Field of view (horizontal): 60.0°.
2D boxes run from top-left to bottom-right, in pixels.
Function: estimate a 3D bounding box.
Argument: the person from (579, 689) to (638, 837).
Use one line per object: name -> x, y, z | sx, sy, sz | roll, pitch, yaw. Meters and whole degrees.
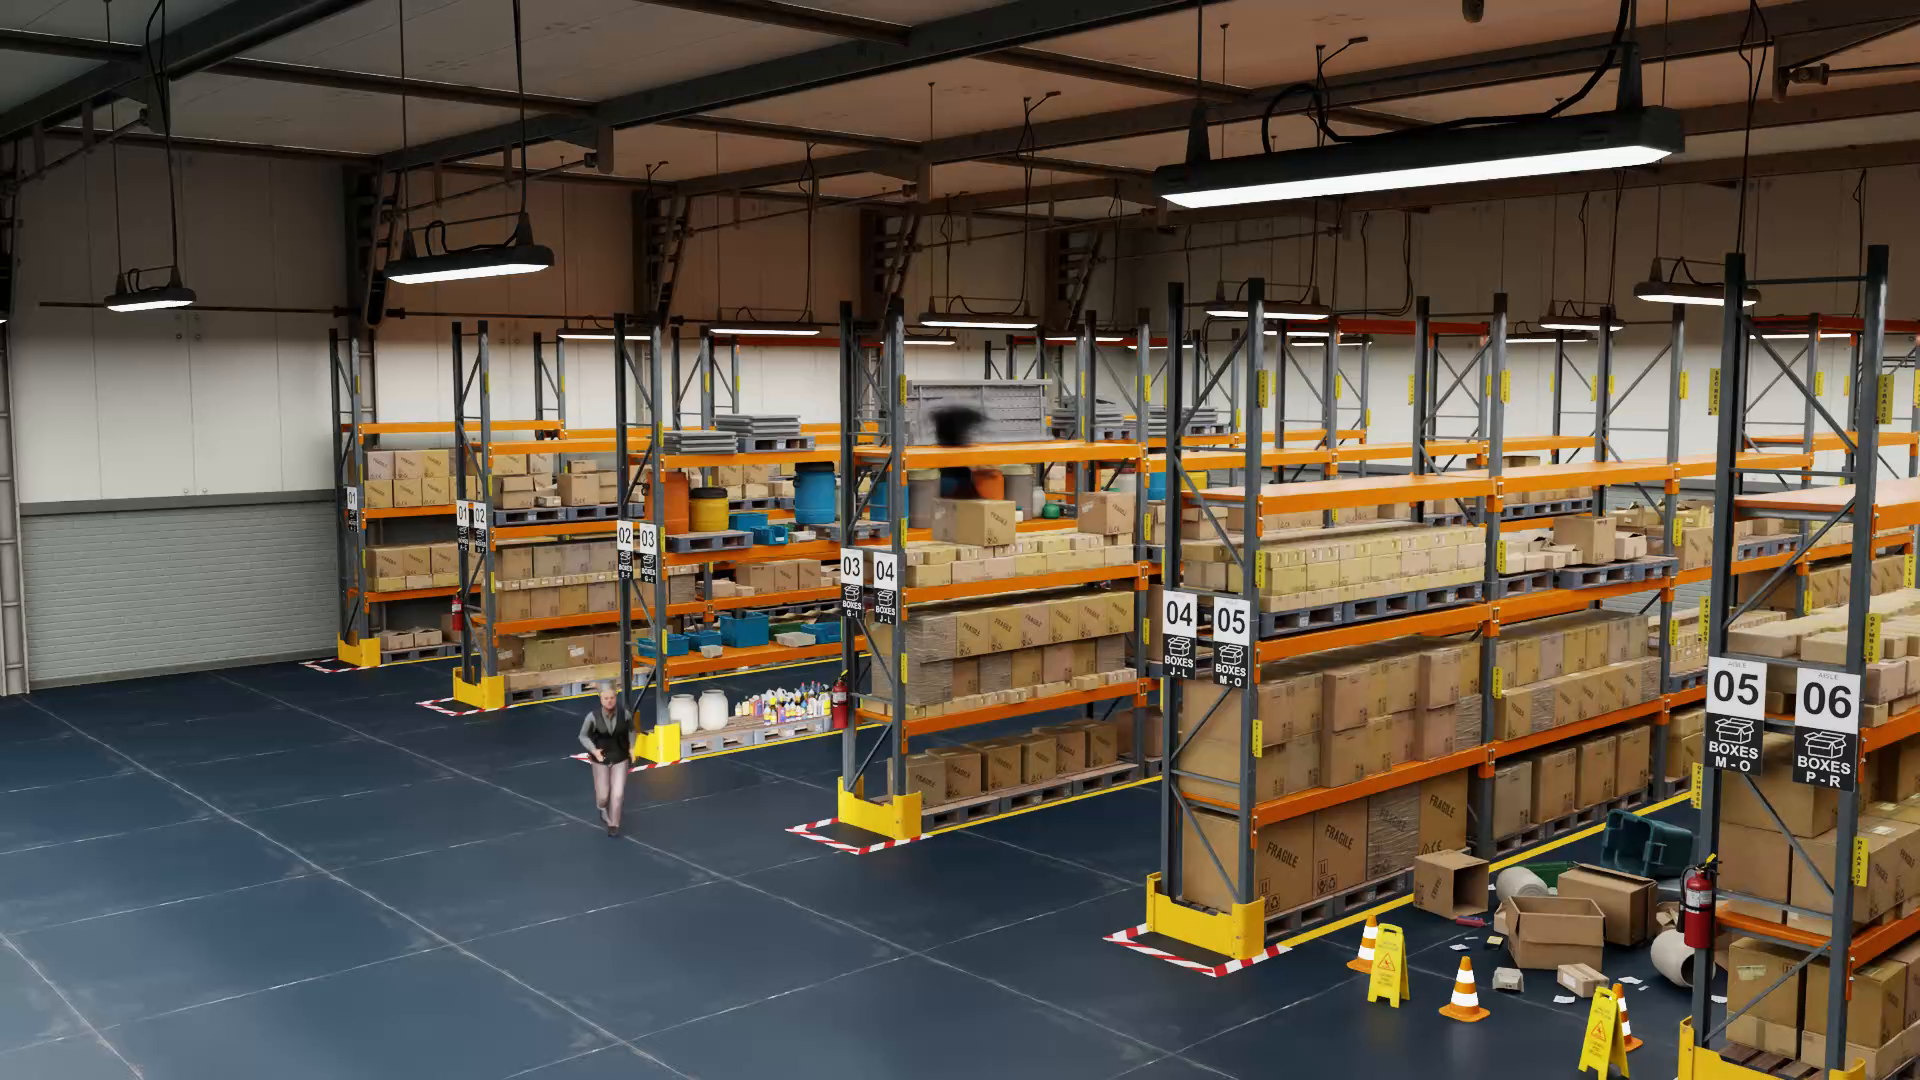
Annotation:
person -> -3.971, 2.490, 18.814 | 0.654, 1.670, 0.758 | -1, 6, -14
